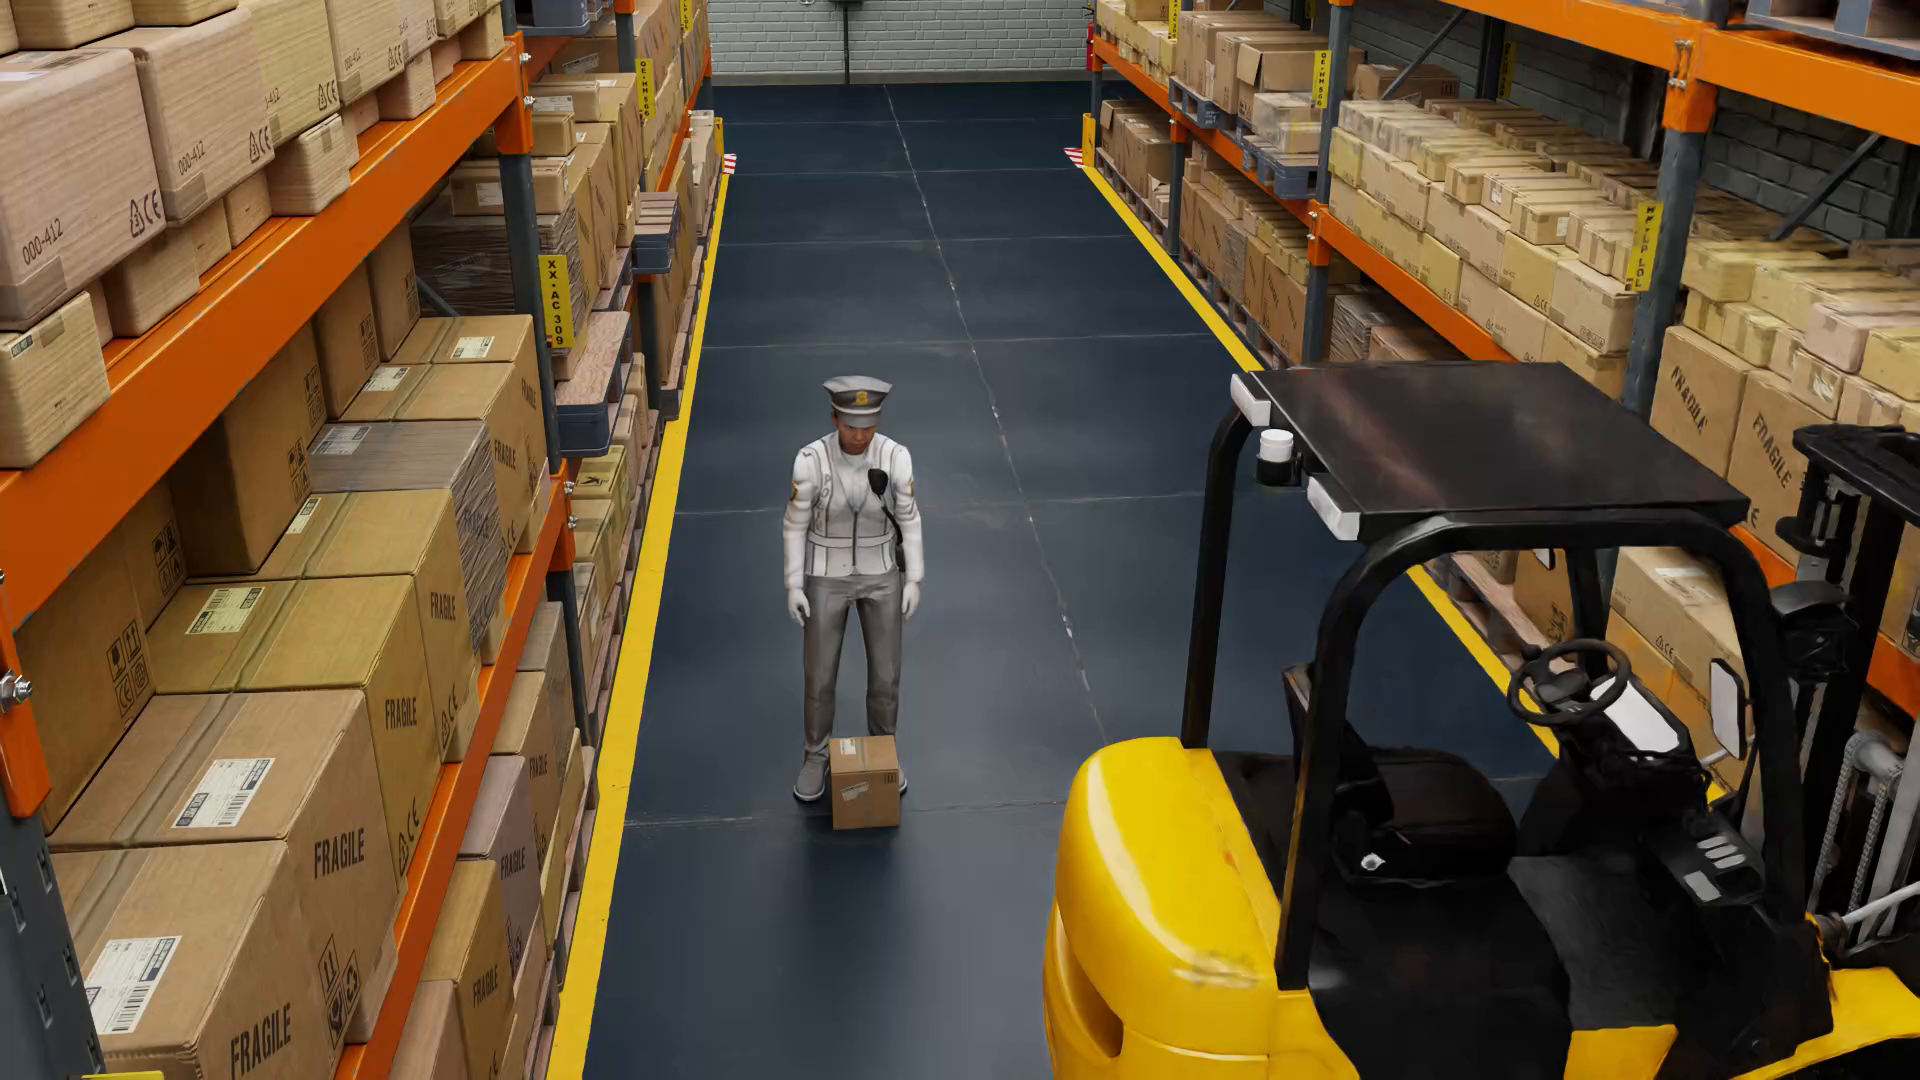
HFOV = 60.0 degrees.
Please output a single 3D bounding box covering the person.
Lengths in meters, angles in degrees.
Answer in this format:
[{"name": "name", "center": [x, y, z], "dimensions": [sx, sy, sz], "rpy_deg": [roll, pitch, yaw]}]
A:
[{"name": "person", "center": [-0.393, 0.171, 6.212], "dimensions": [0.529, 1.662, 0.375], "rpy_deg": [-3, 24, -7]}]
